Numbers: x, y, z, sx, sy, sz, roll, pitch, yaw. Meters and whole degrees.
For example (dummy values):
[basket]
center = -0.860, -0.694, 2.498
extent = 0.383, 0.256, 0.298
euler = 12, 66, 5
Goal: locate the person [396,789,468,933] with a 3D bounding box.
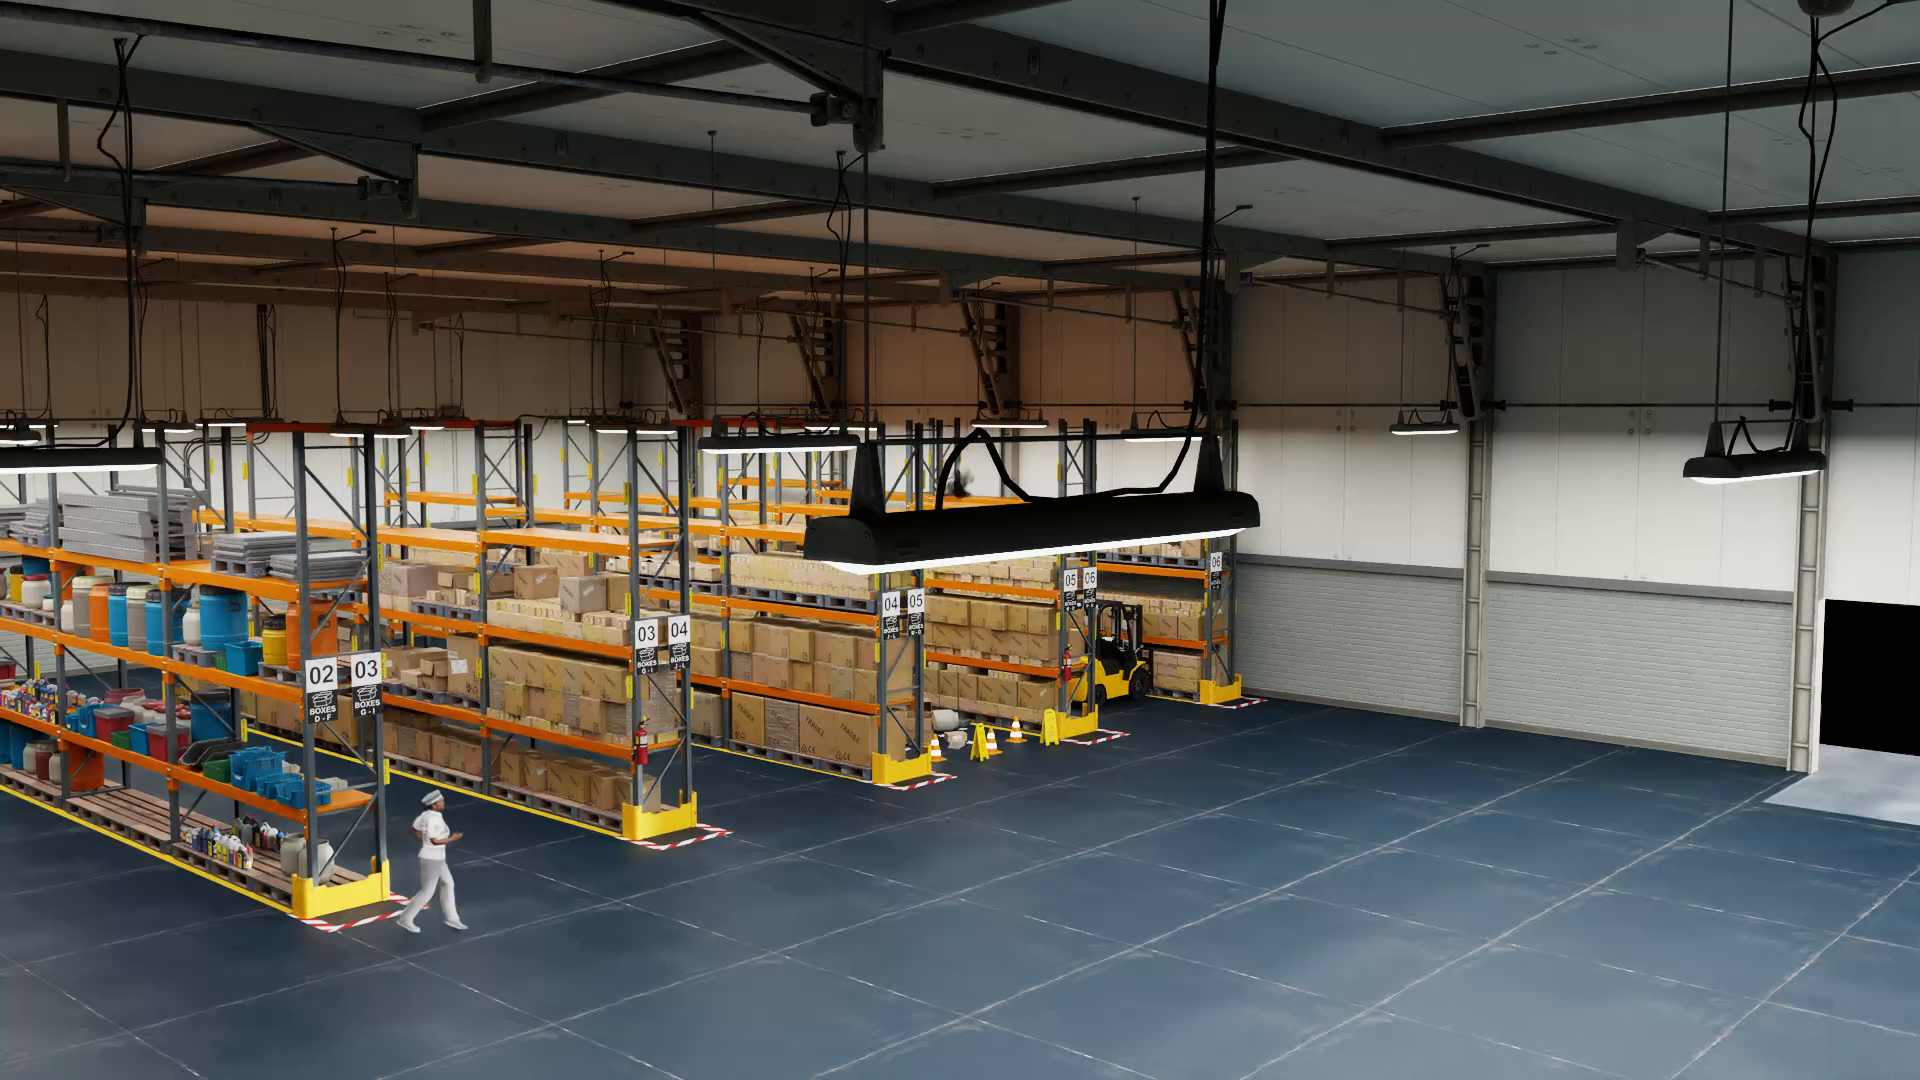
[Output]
[person]
center = -6.347, 3.861, 19.927
extent = 0.824, 1.747, 0.582
euler = -2, 5, -21
